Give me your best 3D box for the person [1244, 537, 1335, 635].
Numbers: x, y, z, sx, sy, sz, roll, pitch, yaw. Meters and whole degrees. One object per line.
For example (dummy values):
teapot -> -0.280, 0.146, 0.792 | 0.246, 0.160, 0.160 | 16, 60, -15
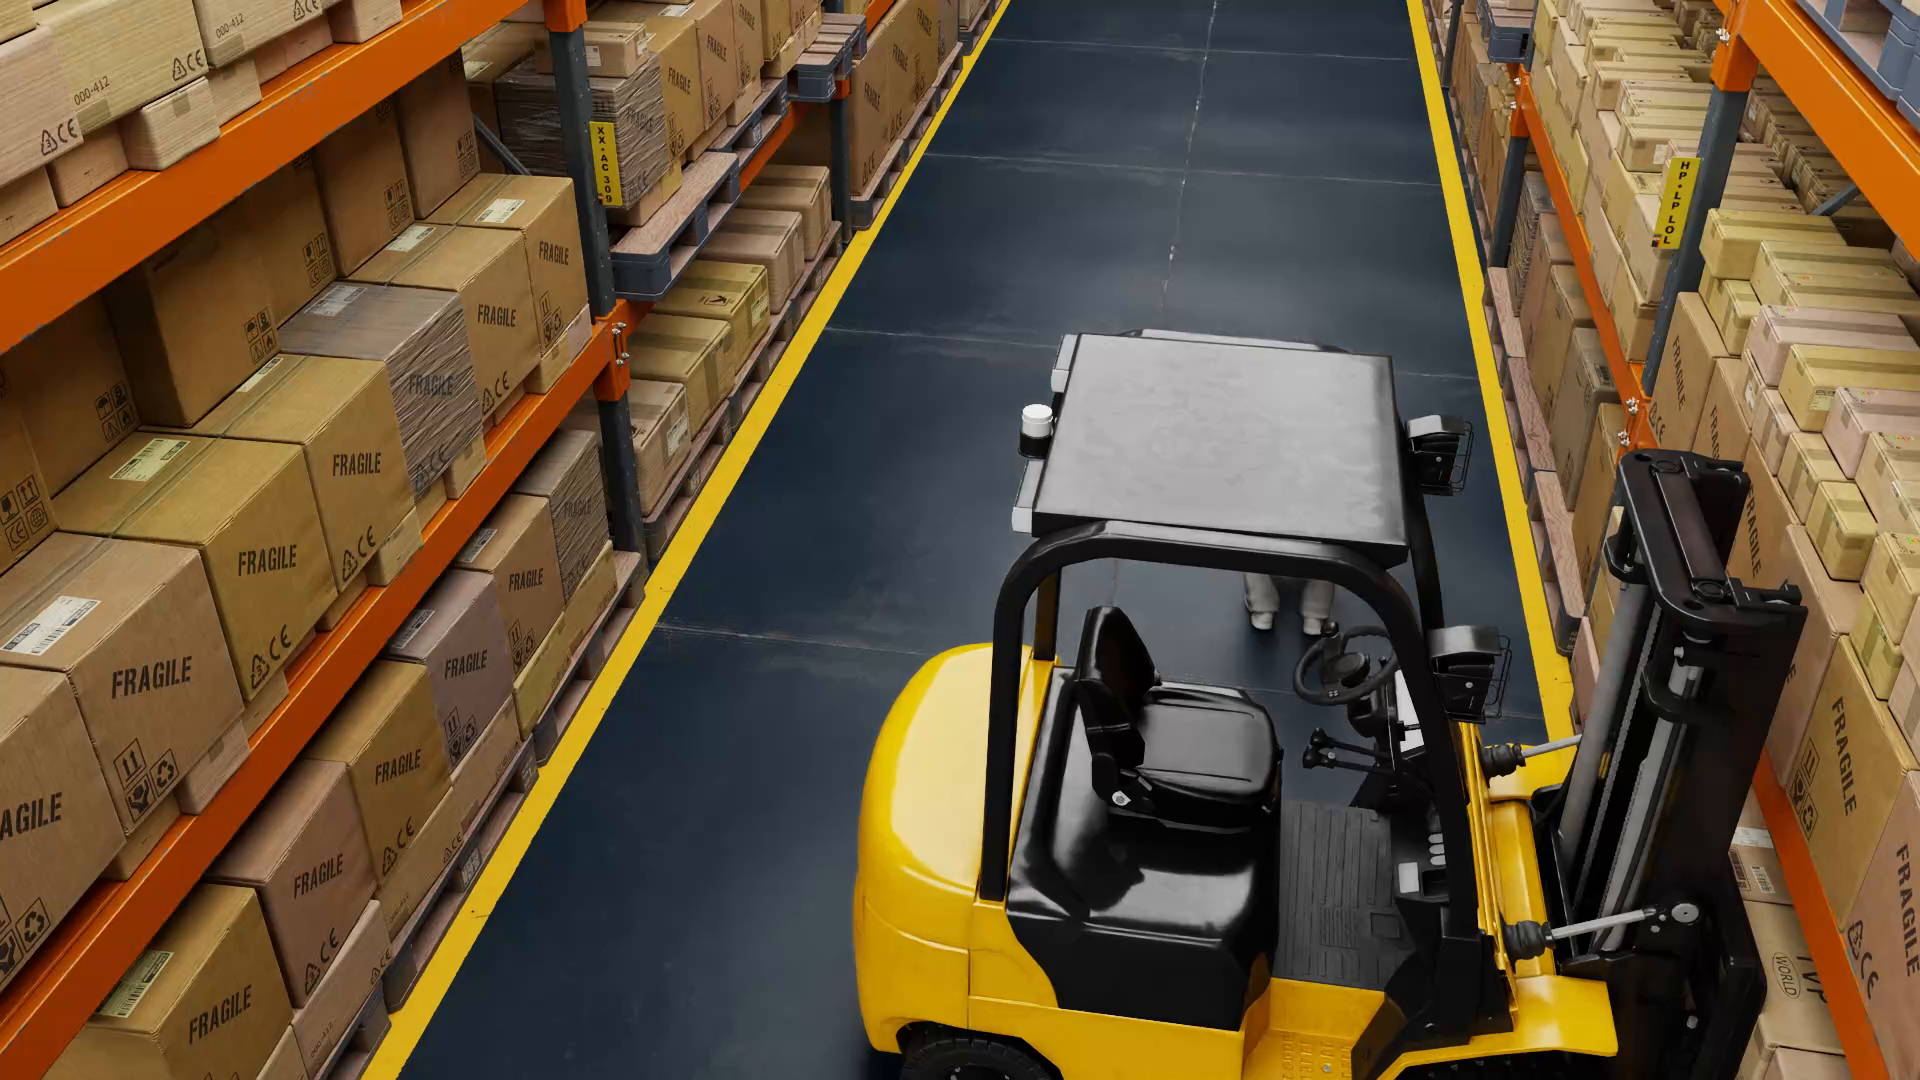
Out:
person -> 1.431, -0.166, 7.059 | 0.476, 0.966, 0.863 | 4, 33, 6
